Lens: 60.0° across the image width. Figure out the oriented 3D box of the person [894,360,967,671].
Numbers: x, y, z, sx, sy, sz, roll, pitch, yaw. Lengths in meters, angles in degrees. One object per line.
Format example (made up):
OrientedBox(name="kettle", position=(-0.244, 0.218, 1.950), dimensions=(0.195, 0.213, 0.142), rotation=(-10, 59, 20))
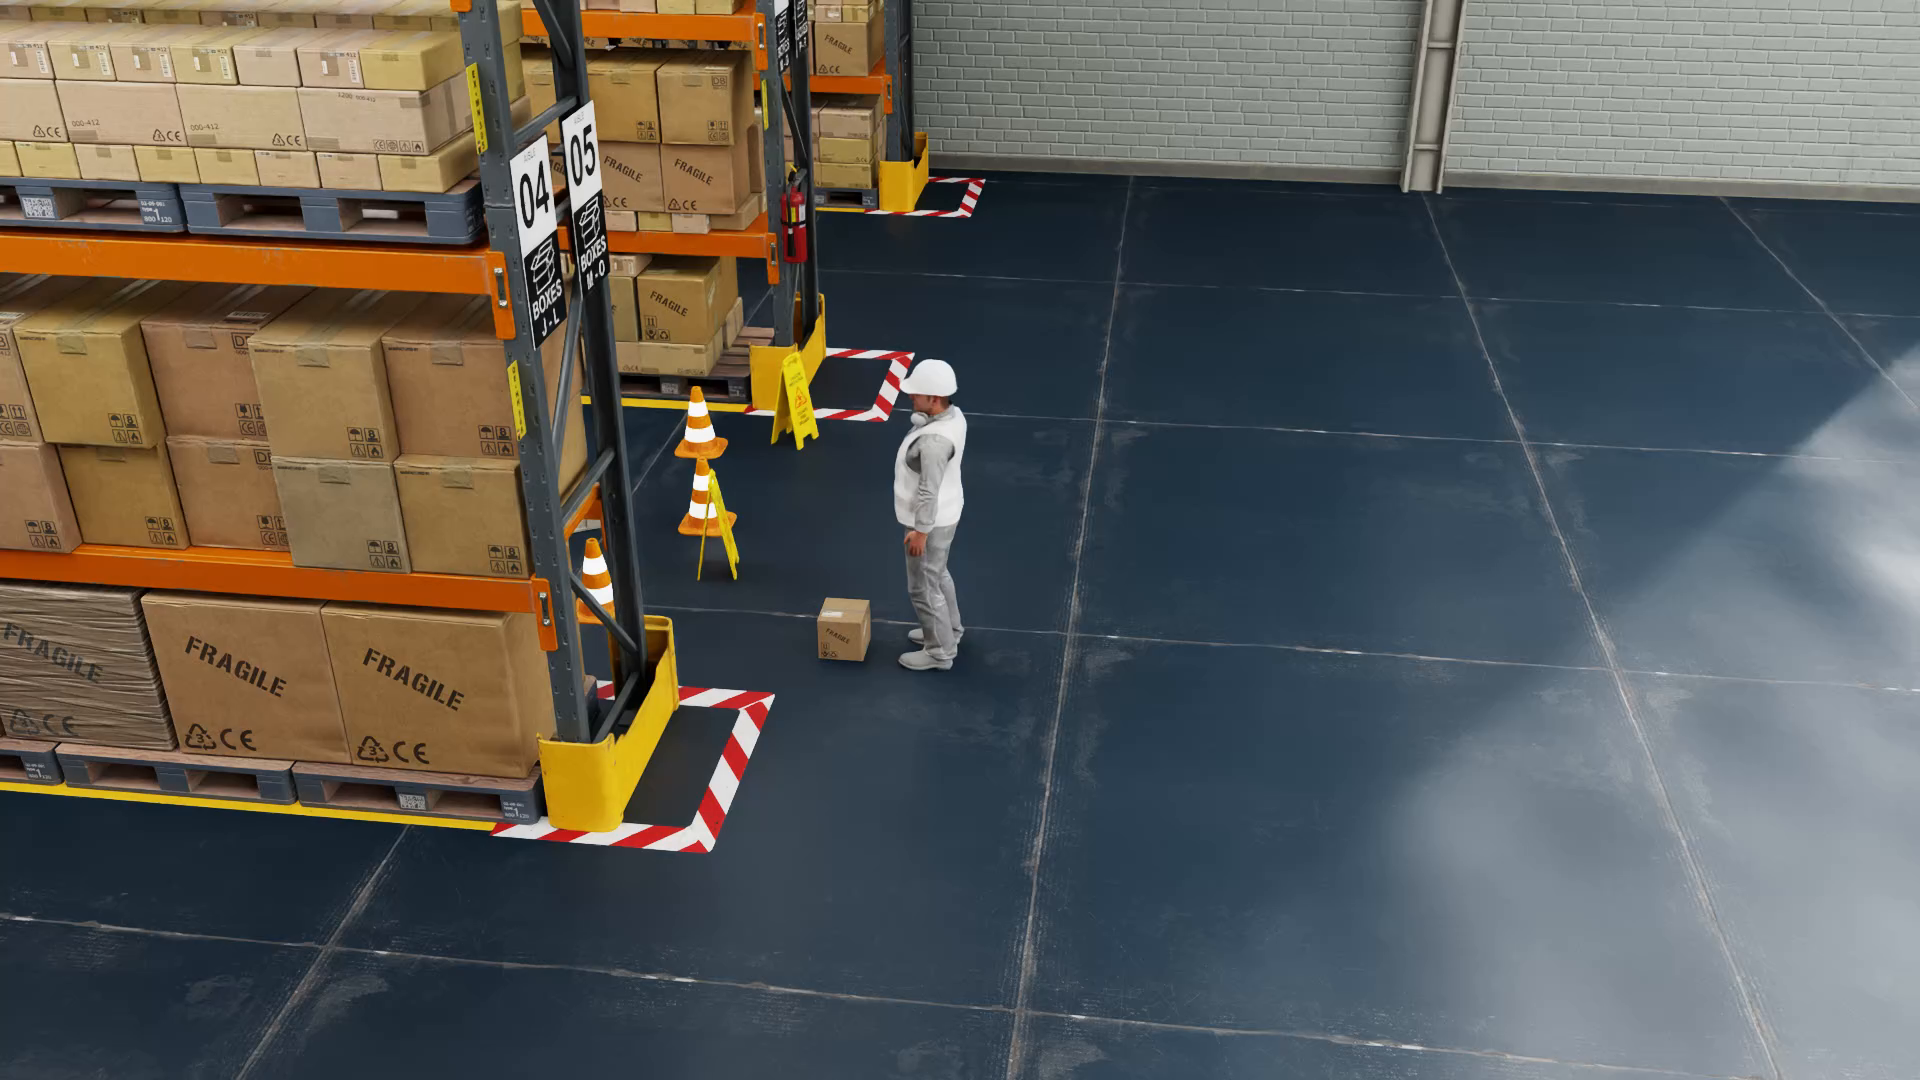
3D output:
OrientedBox(name="person", position=(-0.162, -0.132, 8.851), dimensions=(0.360, 1.768, 0.532), rotation=(4, 28, 7))
